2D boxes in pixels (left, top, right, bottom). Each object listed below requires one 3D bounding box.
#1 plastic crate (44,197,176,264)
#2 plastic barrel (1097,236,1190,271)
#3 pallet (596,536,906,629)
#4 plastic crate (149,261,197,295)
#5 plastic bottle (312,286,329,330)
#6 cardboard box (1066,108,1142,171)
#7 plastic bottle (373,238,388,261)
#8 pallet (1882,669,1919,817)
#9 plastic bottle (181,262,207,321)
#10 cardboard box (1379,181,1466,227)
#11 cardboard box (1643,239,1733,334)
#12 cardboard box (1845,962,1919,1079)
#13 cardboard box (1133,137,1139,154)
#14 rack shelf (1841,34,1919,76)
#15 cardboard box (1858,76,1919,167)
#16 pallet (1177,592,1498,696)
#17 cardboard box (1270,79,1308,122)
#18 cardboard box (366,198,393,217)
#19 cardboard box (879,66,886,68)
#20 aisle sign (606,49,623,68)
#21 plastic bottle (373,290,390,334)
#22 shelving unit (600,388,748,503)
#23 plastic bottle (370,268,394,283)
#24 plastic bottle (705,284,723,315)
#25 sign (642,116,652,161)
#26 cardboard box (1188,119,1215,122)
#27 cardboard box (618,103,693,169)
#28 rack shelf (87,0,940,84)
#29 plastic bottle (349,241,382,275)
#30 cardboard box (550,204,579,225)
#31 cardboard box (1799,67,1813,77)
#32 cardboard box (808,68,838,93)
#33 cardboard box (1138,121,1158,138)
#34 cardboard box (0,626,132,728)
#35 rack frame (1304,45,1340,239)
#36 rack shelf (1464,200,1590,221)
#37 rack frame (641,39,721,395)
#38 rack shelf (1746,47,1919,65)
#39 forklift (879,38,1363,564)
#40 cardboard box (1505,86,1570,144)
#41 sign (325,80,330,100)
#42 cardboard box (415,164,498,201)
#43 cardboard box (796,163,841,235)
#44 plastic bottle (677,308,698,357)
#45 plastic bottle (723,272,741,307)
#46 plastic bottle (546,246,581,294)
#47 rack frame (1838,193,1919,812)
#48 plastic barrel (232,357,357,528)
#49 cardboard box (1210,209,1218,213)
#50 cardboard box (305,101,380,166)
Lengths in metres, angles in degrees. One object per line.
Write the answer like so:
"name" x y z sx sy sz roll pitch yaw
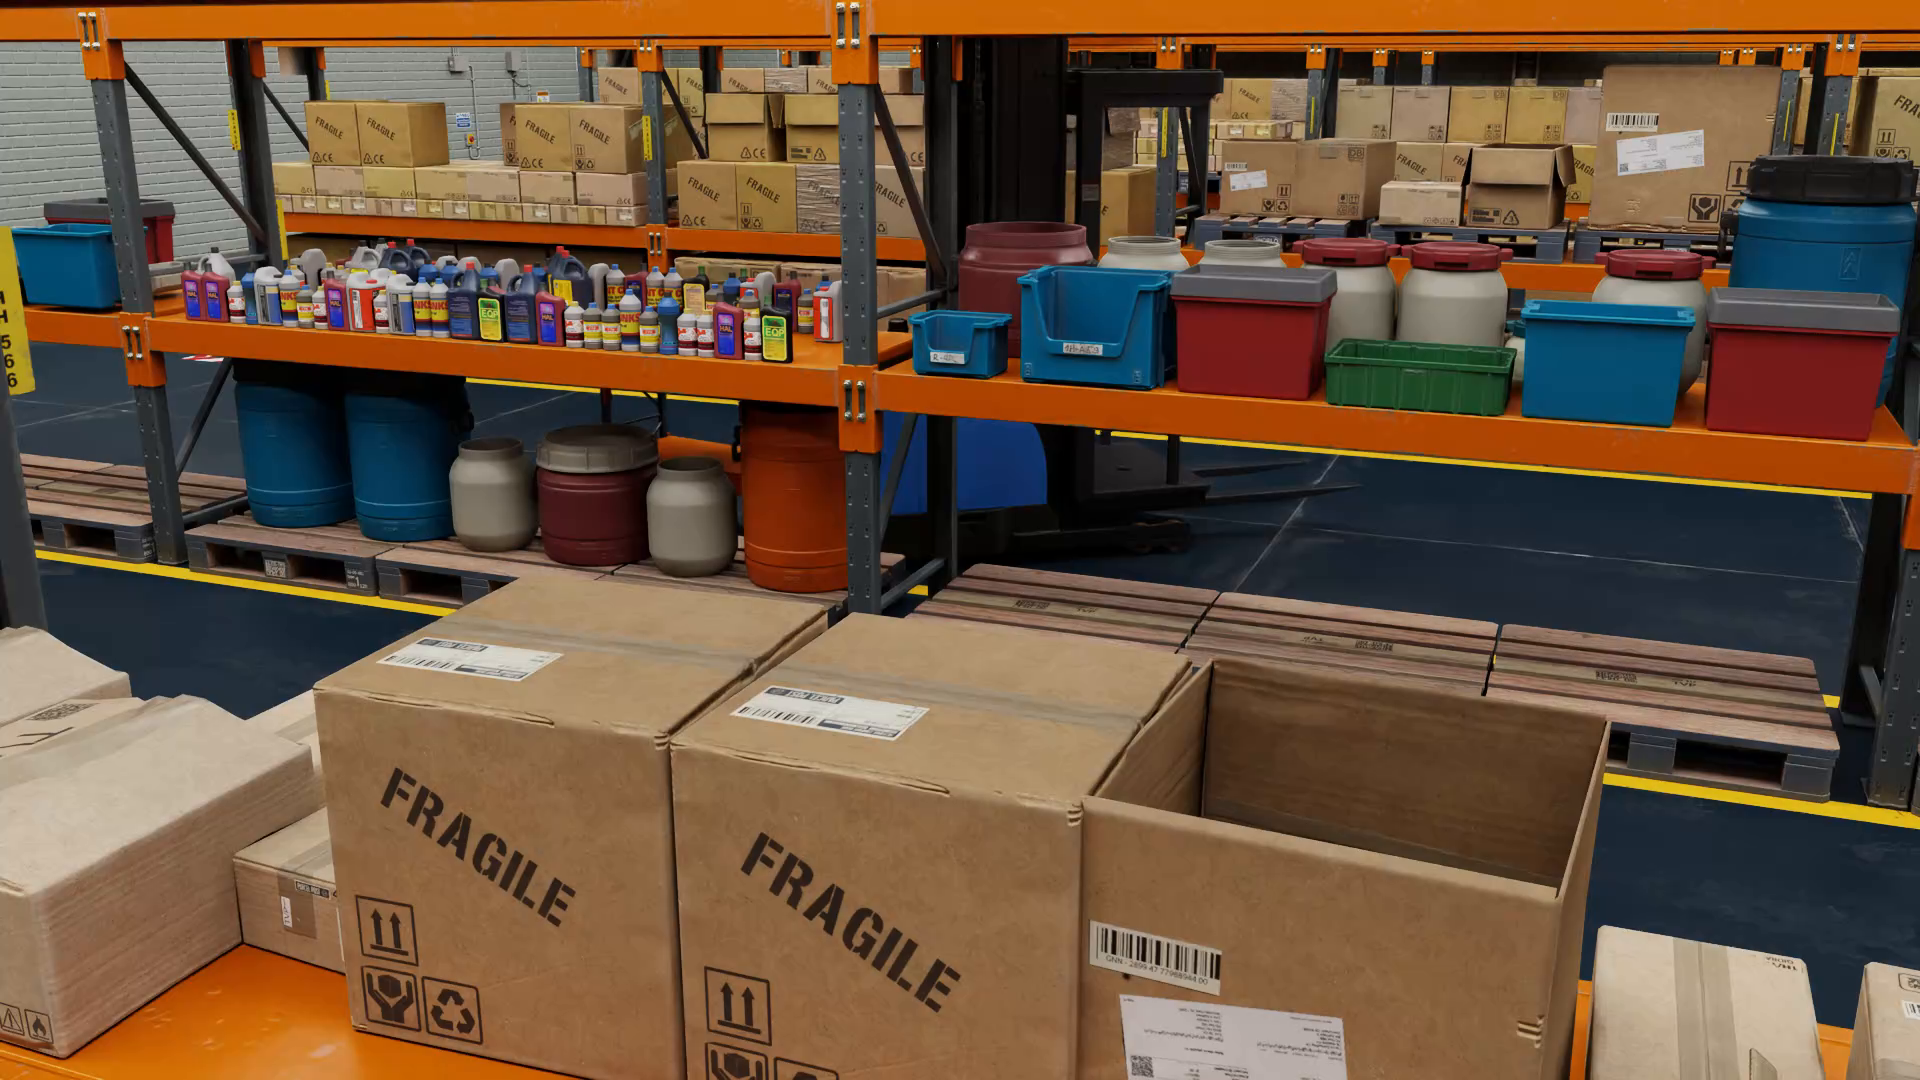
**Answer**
"plastic crate" -4.711 -1.652 9.262 0.583 0.464 0.402 6 17 21
"plastic barrel" 0.784 -1.031 7.144 0.421 0.512 0.421 0 16 0
"pallet" -1.000 0.242 7.961 1.213 0.211 1.003 6 17 21
"plastic crate" -4.353 -1.423 9.061 0.243 0.136 0.396 6 17 21
"plastic bottle" -3.062 -1.118 8.002 0.097 0.201 0.097 0 16 0
"cardboard box" 0.892 -2.920 11.874 0.637 0.503 0.797 7 18 23
"plastic bottle" -2.997 -1.403 8.716 0.185 0.351 0.144 6 17 21
"pallet" 4.079 0.801 6.037 1.213 0.211 1.003 6 17 21
"plastic bottle" -3.788 -1.232 8.247 0.133 0.283 0.061 6 17 21
"cardboard box" 3.041 -2.210 10.922 0.500 0.250 0.500 6 17 19
"cardboard box" 6.591 -2.340 15.135 0.750 0.750 1.050 6 17 20
"cardboard box" 1.175 0.699 1.653 0.500 0.250 0.500 7 18 24
"cardboard box" 1.653 -3.875 16.306 0.250 0.149 0.380 7 18 22
"rack shelf" 7.148 -2.793 9.324 4.000 0.370 1.077 6 17 21
"cardboard box" 5.613 -2.462 9.766 0.500 0.500 0.500 6 17 21
"pallet" 1.586 0.527 6.981 1.213 0.211 1.003 6 17 21
"cardboard box" 4.145 -5.445 20.578 0.500 0.500 0.500 7 17 22
"cardboard box" -4.710 -2.783 13.830 0.250 0.149 0.380 6 17 20
"cardboard box" -1.026 -6.332 22.467 0.250 0.149 0.380 6 17 21
"aisle sign" -3.920 -5.740 18.902 0.004 0.787 0.394 6 17 21
"plastic bottle" -2.722 -1.081 7.873 0.097 0.201 0.097 0 16 0
"shelving unit" -1.422 -0.599 9.219 1.048 1.125 0.538 10 19 31
"plastic bottle" -2.764 -1.175 8.064 0.135 0.276 0.152 6 17 21
"plastic bottle" -1.187 -1.140 8.076 0.097 0.201 0.097 0 16 0
"sign" -2.357 -3.030 12.537 0.005 0.325 0.100 6 17 21
"cardboard box" 2.398 -4.132 16.657 0.250 0.149 0.380 6 17 18
"cardboard box" -2.507 -3.267 13.438 0.500 0.500 0.500 6 17 21
"rack shelf" -2.112 -2.327 7.718 4.000 0.370 1.077 6 17 21
"plastic bottle" -3.050 -1.366 8.587 0.185 0.351 0.144 6 17 21
"cardboard box" -3.037 -2.599 13.196 0.250 0.149 0.380 6 17 20
"cardboard box" 9.253 -5.042 18.656 0.500 0.500 0.700 6 17 20
"cardboard box" -1.260 -4.697 17.468 0.500 0.500 0.500 6 17 19
"cardboard box" 1.908 -3.991 16.172 0.250 0.149 0.380 6 17 21
"cardboard box" -1.750 0.349 2.753 0.500 0.311 0.500 7 18 24
"rack frame" 3.480 -3.588 16.151 0.127 3.000 1.000 6 17 21
"rack shelf" 5.341 -3.038 15.547 4.000 0.370 1.077 6 17 21
"rack frame" -2.155 -2.721 13.166 0.127 3.000 1.000 6 17 21
"rack shelf" 10.784 -5.363 18.177 4.000 0.370 1.077 6 17 21
"forklift" 0.745 -1.473 8.989 3.031 2.935 1.130 -5 17 -16
"cardboard box" 5.319 -3.912 15.295 0.500 0.500 0.700 6 17 20
"sign" -5.664 -3.939 14.860 0.005 0.325 0.100 6 17 21
"cardboard box" -4.089 -2.926 13.607 0.500 0.250 0.500 6 17 20
"cardboard box" -0.885 -2.554 12.413 0.500 0.500 0.500 6 17 19
"plastic bottle" -1.190 -0.912 7.293 0.097 0.201 0.097 0 16 0
"plastic bottle" -1.086 -1.144 7.964 0.097 0.271 0.097 0 16 0
"plastic bottle" -1.972 -1.291 8.328 0.185 0.351 0.144 6 17 21
"rack frame" 3.470 -0.618 5.922 0.127 3.000 1.000 6 17 21
"plastic barrel" -3.472 -0.570 8.768 0.708 0.901 0.600 6 17 21
"cardboard box" 3.762 -4.248 21.483 0.875 0.875 0.875 7 17 21
"cardboard box" -5.063 -3.391 13.863 0.500 0.500 0.500 6 17 19
